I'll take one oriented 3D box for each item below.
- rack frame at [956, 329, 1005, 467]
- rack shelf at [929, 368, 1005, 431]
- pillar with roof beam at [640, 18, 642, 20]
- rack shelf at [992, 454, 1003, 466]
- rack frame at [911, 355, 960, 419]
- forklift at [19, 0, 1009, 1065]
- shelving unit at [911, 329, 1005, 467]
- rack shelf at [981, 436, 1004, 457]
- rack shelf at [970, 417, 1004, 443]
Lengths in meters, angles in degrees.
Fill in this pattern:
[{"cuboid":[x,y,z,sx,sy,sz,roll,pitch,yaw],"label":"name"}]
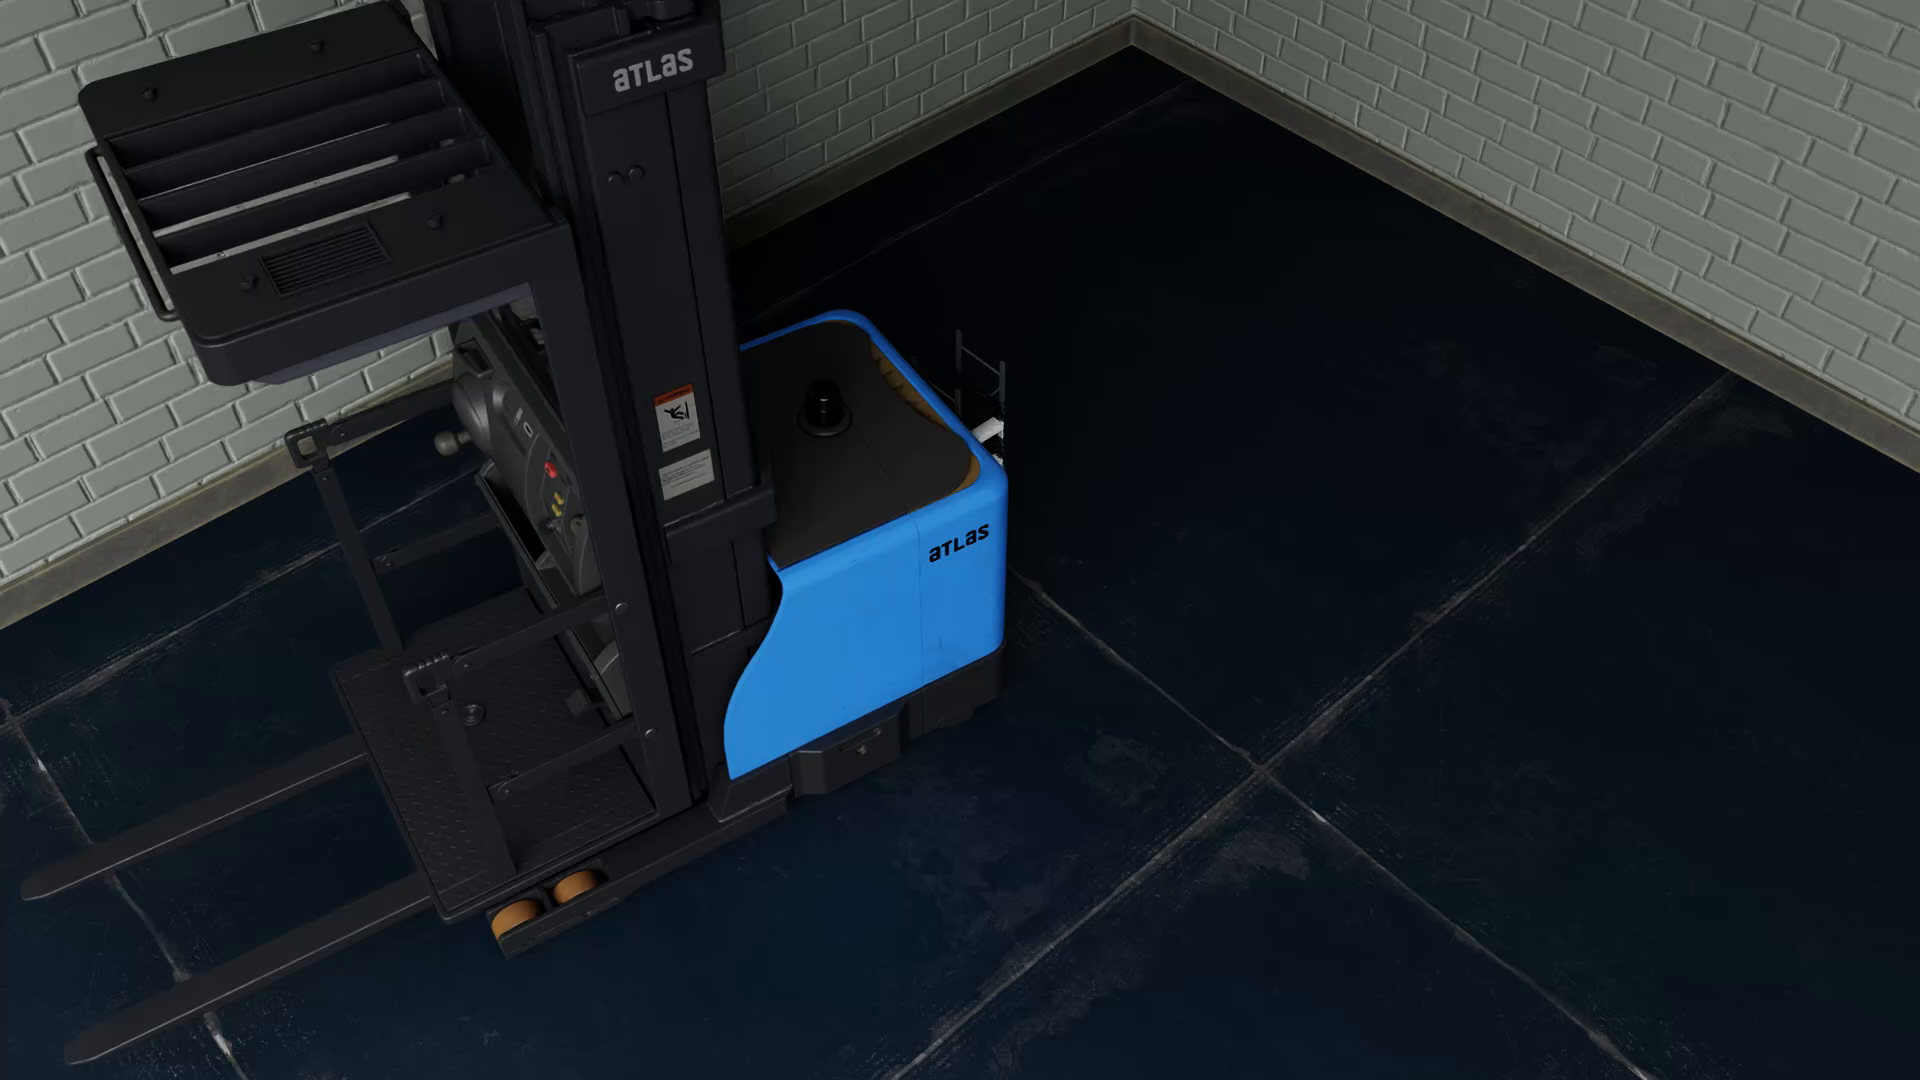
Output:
[{"cuboid":[0.069,-0.351,5.962,0.006,0.900,0.240,-34,56,-27],"label":"rack frame"},{"cuboid":[-0.006,-0.462,5.742,0.200,0.077,0.258,-34,56,-27],"label":"rack shelf"},{"cuboid":[1.666,-1.747,1.739,0.400,9.000,9.100,-34,56,-27],"label":"pillar with roof beam"},{"cuboid":[-0.006,-0.279,5.940,0.200,0.077,0.258,-34,56,-27],"label":"rack shelf"},{"cuboid":[-0.081,-0.251,5.869,0.006,0.900,0.240,-34,56,-27],"label":"rack frame"},{"cuboid":[-1.361,-0.183,4.425,3.031,2.935,1.130,-25,52,-21],"label":"forklift"},{"cuboid":[-0.006,-0.301,5.916,0.210,0.900,0.258,-34,56,-27],"label":"shelving unit"},{"cuboid":[-0.006,-0.340,5.874,0.200,0.077,0.258,-34,56,-27],"label":"rack shelf"},{"cuboid":[-0.006,-0.401,5.808,0.200,0.077,0.258,-34,56,-27],"label":"rack shelf"}]
